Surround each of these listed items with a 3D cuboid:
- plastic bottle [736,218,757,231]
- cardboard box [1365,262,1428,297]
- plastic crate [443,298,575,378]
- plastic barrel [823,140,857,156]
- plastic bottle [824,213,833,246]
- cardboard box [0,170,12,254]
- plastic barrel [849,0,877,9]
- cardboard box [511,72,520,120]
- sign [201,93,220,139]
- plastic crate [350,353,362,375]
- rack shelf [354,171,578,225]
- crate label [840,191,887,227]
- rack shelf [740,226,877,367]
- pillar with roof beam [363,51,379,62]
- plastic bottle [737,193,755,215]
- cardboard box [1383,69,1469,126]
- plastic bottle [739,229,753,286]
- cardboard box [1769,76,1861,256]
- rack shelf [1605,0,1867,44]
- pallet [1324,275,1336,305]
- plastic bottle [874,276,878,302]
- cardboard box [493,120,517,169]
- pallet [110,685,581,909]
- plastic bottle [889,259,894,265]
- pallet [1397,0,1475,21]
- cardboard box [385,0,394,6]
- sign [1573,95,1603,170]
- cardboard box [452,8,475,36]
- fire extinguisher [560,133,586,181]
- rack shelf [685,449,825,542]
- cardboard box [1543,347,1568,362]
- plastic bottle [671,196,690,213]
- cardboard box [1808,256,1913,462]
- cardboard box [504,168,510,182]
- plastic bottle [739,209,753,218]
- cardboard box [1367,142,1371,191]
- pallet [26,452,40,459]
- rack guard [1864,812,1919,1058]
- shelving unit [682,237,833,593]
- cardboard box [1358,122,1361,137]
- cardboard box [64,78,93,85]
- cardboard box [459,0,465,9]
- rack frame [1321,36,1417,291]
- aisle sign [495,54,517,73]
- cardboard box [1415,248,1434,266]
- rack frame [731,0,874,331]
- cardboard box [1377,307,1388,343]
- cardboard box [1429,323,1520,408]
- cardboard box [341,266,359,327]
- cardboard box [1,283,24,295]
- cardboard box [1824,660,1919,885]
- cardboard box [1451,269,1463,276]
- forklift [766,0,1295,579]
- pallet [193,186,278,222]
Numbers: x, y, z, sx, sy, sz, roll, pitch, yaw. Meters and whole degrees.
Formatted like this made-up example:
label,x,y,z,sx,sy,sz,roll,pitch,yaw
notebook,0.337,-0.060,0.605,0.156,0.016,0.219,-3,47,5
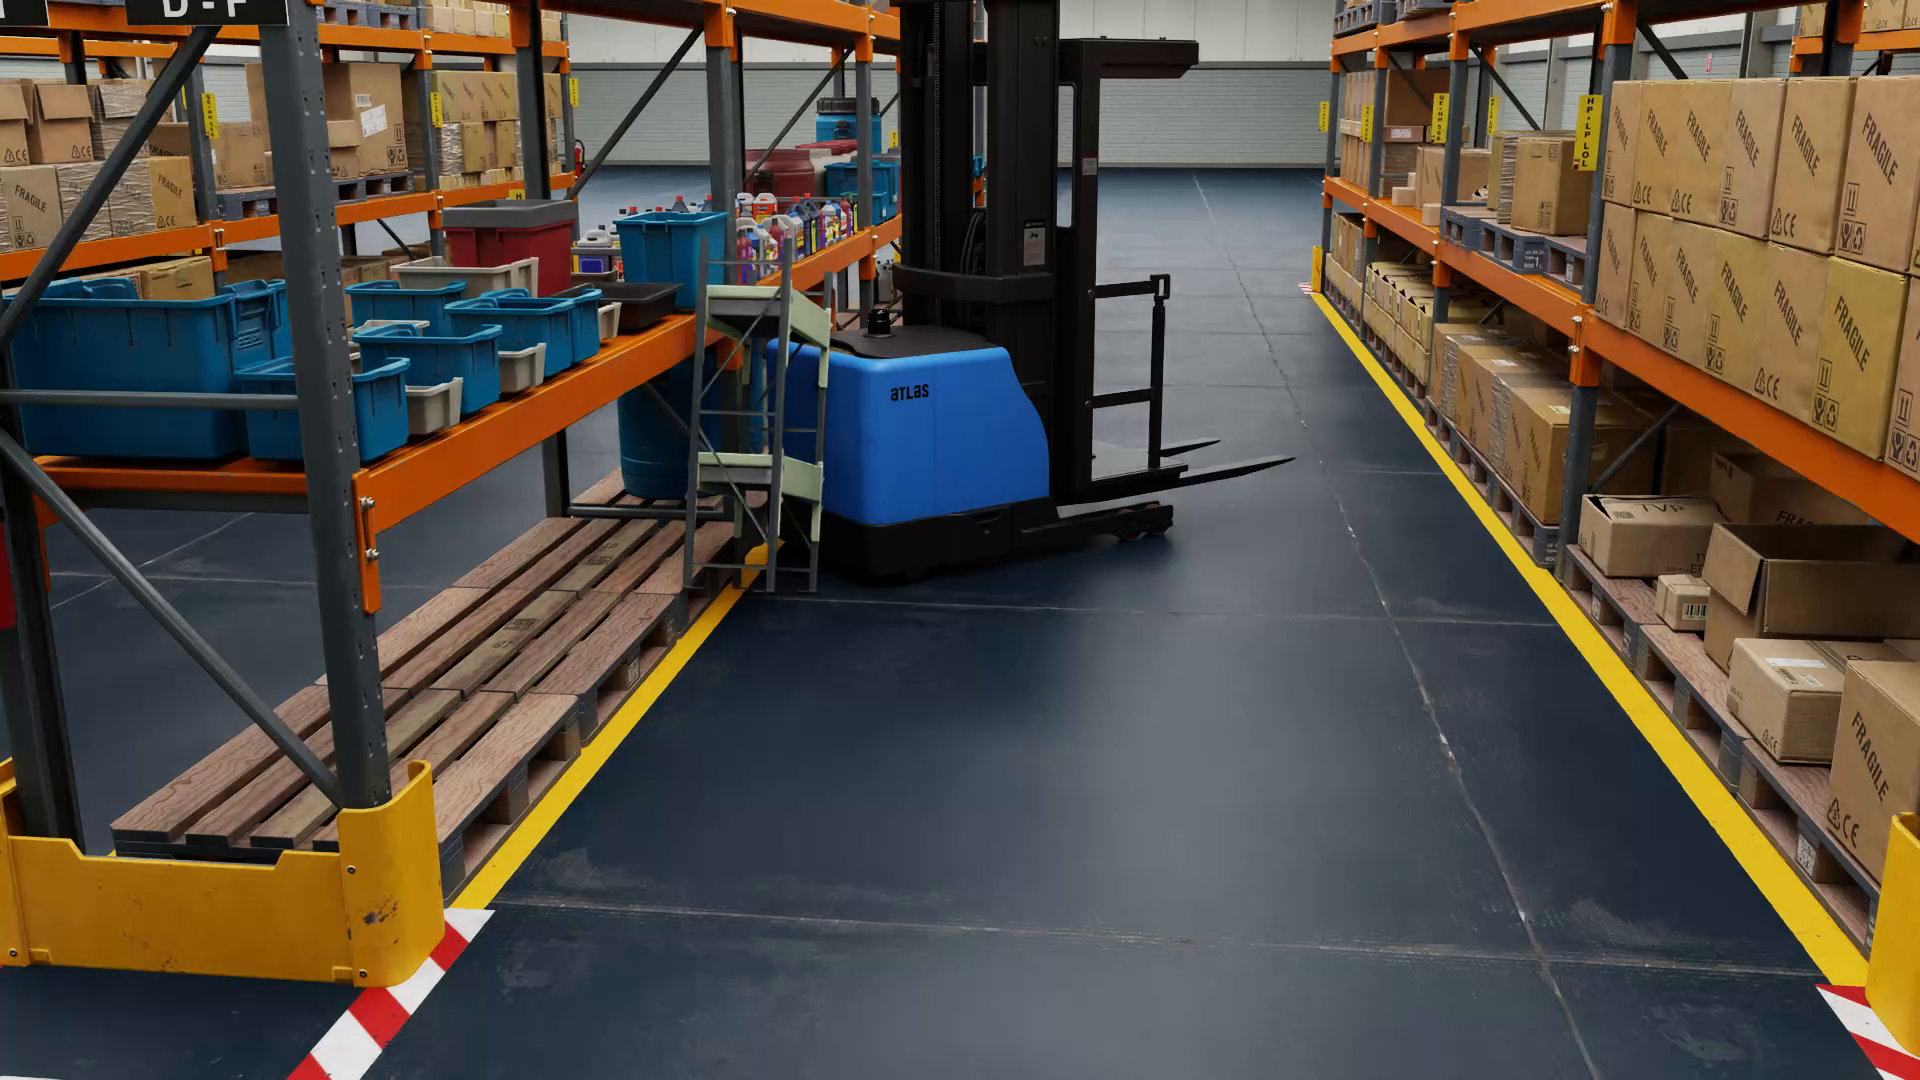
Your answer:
label,x,y,z,sx,sy,sz,roll,pitch,yaw
plastic bottle,-1.195,-1.676,9.351,0.152,0.276,0.135,2,15,6
cardboard box,3.951,-2.357,15.020,0.500,0.311,0.500,2,15,6
plastic crate,-1.527,-0.689,5.669,0.416,0.233,0.300,2,15,6
plastic barrel,-1.002,-3.281,14.790,0.433,0.535,0.433,0,15,0
plastic bottle,-0.861,-1.991,10.659,0.097,0.201,0.097,0,15,0
cardboard box,-6.087,-1.949,9.930,0.500,0.500,0.500,1,15,5
plastic barrel,-0.788,-3.993,11.723,0.421,0.512,0.421,0,15,0
cardboard box,-5.072,-4.906,18.381,0.500,0.500,0.500,2,15,6
sign,-5.497,-3.109,12.196,0.100,0.325,0.005,2,15,6
plastic crate,-2.071,-0.538,5.296,0.396,0.136,0.243,2,15,6
rack shelf,-5.372,-3.775,18.253,1.077,0.370,4.000,2,15,6
crate label,-0.707,-2.437,12.250,0.303,0.233,0.416,2,15,6
rack shelf,-1.353,-1.554,10.040,1.077,0.370,4.000,2,15,6
pillar with roof beam,-13.236,-15.474,48.647,9.100,9.000,0.400,2,15,6
plastic bottle,-1.497,-2.257,11.501,0.152,0.276,0.135,2,15,6
cardboard box,4.289,-4.100,15.402,0.700,0.500,0.500,2,15,7
plastic bottle,-1.098,-1.443,8.476,0.061,0.283,0.133,2,15,6
cardboard box,2.778,-1.118,4.944,0.500,0.500,0.500,2,15,8
rack shelf,3.117,-1.817,5.269,1.077,0.370,4.000,2,15,6
pallet,4.652,-2.802,18.621,1.003,0.211,1.213,2,15,6
plastic bottle,-0.890,-2.566,16.639,0.144,0.351,0.185,1,15,5
cardboard box,-5.340,-4.300,18.055,0.875,0.500,0.500,2,15,6
pallet,-1.898,0.788,5.342,1.003,0.211,1.213,2,15,6
plastic bottle,-0.739,-2.929,18.131,0.097,0.271,0.097,0,15,0
pallet,3.905,-4.099,12.688,1.003,0.211,1.213,2,15,9
cardboard box,-5.727,-5.331,16.406,0.380,0.149,0.250,2,15,7
sign,2.791,-1.810,7.391,0.100,0.325,0.005,2,15,6
cardboard box,-5.237,-5.225,16.780,0.500,0.250,0.500,2,15,6
fire extinguisher,-4.675,-4.619,20.147,0.296,0.674,0.183,2,15,6
rack shelf,-0.902,-0.198,7.403,0.431,0.370,0.720,3,-1,9
cardboard box,3.863,-0.895,10.171,0.500,0.500,0.500,1,15,4
plastic bottle,-1.676,-1.892,10.008,0.144,0.351,0.185,2,15,6
cardboard box,2.726,-0.505,4.592,0.500,0.500,0.500,2,15,7
cardboard box,-5.135,-3.984,18.132,0.380,0.149,0.250,2,15,6
plastic bottle,-1.424,-2.102,11.071,0.097,0.201,0.097,0,15,0
cardboard box,4.342,-3.611,16.078,0.700,0.500,0.500,2,15,6
pallet,-6.353,-0.702,10.853,1.003,0.211,1.213,2,15,6
rack guard,2.900,0.989,4.047,1.175,0.500,0.348,2,15,6
shelving unit,-0.886,-0.523,7.411,0.431,1.500,0.755,3,-1,9
cardboard box,4.235,-4.147,16.817,0.380,0.149,0.250,2,15,8
cardboard box,-10.242,-4.884,18.620,0.875,0.550,0.500,2,15,6
cardboard box,-5.255,-5.452,16.856,0.380,0.149,0.250,2,15,8
rack frame,4.697,-4.348,18.995,1.000,3.000,0.127,2,15,6
aisle sign,-5.437,-5.920,19.830,0.394,0.787,0.004,2,15,6
cardboard box,4.609,-2.659,15.775,0.500,0.500,0.500,2,15,6
rack frame,-1.127,-2.420,11.864,1.000,3.000,0.127,2,15,6
cardboard box,3.839,-1.821,14.115,0.500,0.250,0.500,1,15,5
cardboard box,3.459,-1.169,11.185,0.500,0.500,0.500,2,15,9
cardboard box,-5.823,-2.182,14.931,0.700,0.500,0.500,0,15,1
cardboard box,-6.348,-1.104,10.263,1.225,0.875,0.875,1,15,4
cardboard box,2.708,0.648,4.465,0.500,0.500,0.500,2,15,6
cardboard box,4.432,-2.208,14.469,0.500,0.311,0.500,2,15,8
forklift,0.510,-1.511,8.636,3.031,2.935,1.130,-11,18,-35
pallet,-6.074,-2.661,13.124,1.213,0.211,1.003,2,15,6
